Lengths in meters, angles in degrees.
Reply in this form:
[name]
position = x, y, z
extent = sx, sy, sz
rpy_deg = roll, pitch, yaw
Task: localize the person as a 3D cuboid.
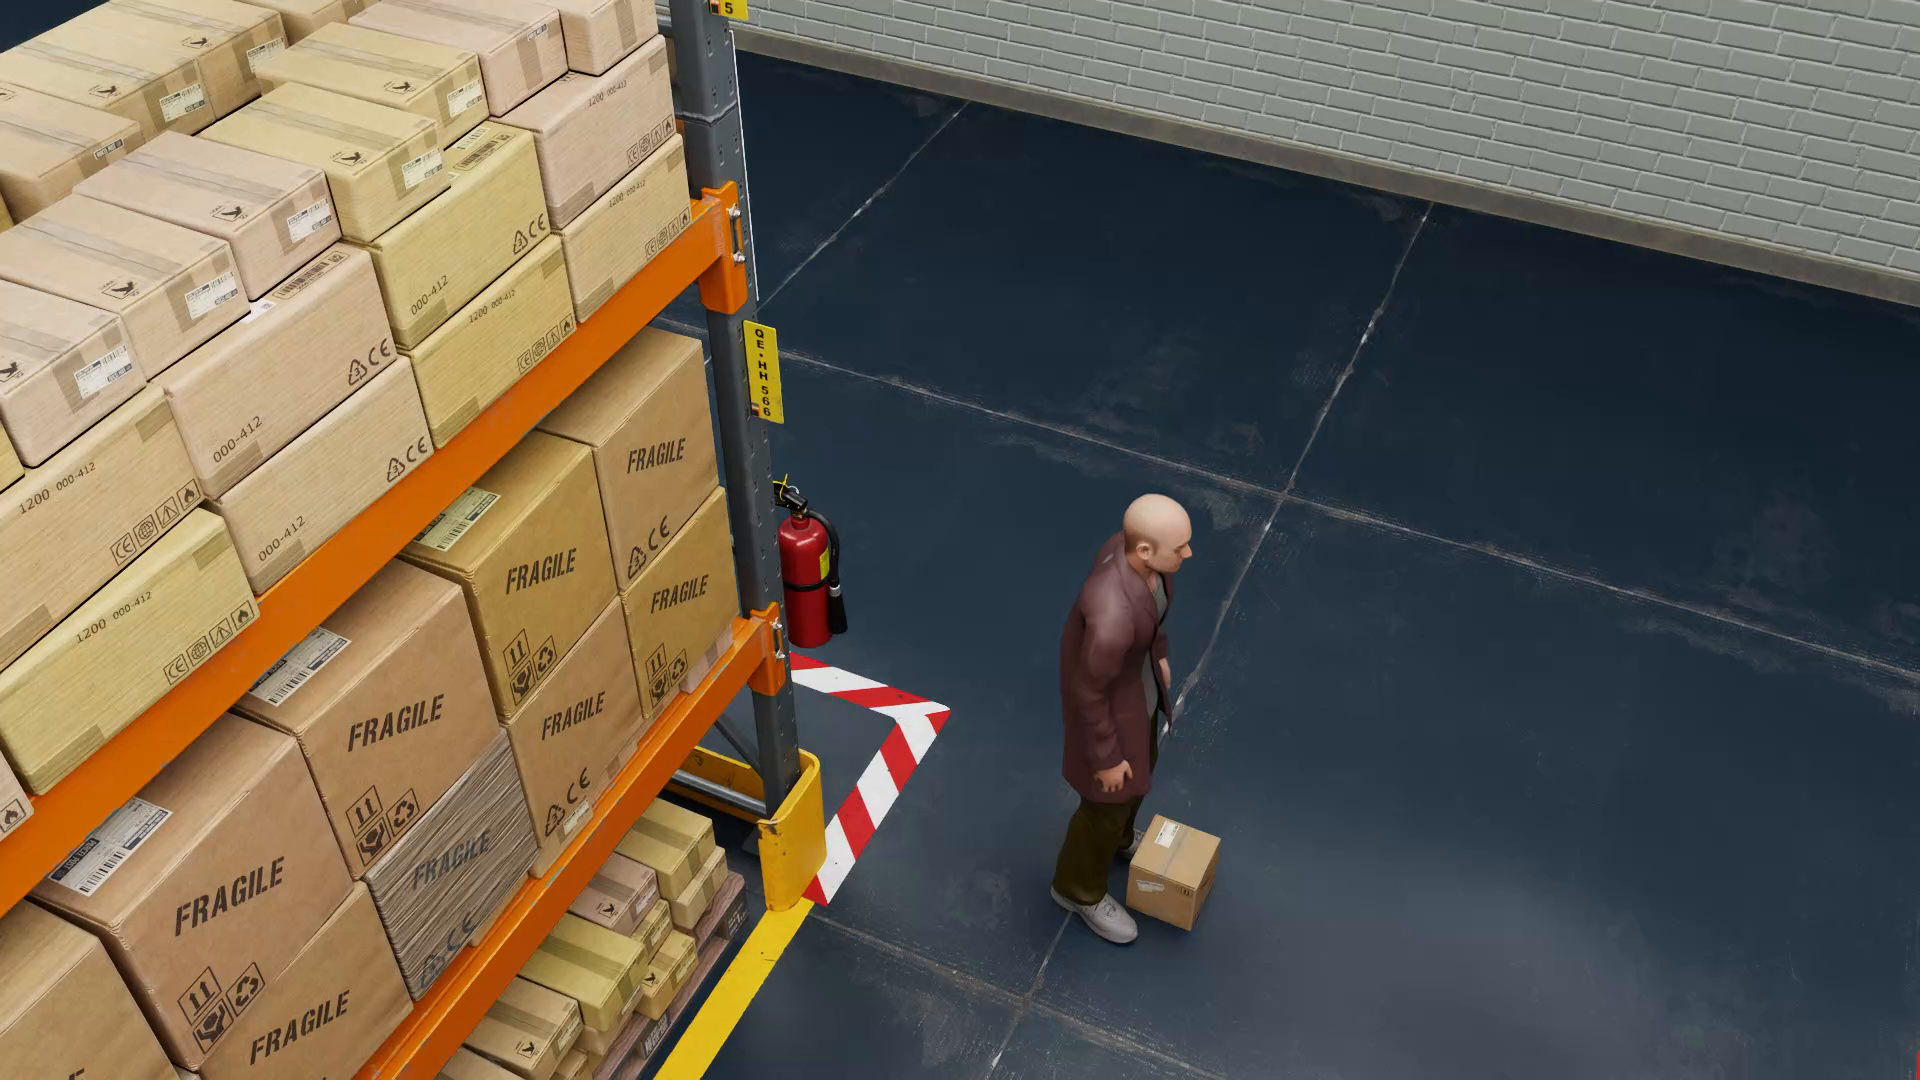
[person]
position = 0.534, 0.561, 5.536
extent = 0.428, 1.773, 0.642
rpy_deg = 17, 44, 19
